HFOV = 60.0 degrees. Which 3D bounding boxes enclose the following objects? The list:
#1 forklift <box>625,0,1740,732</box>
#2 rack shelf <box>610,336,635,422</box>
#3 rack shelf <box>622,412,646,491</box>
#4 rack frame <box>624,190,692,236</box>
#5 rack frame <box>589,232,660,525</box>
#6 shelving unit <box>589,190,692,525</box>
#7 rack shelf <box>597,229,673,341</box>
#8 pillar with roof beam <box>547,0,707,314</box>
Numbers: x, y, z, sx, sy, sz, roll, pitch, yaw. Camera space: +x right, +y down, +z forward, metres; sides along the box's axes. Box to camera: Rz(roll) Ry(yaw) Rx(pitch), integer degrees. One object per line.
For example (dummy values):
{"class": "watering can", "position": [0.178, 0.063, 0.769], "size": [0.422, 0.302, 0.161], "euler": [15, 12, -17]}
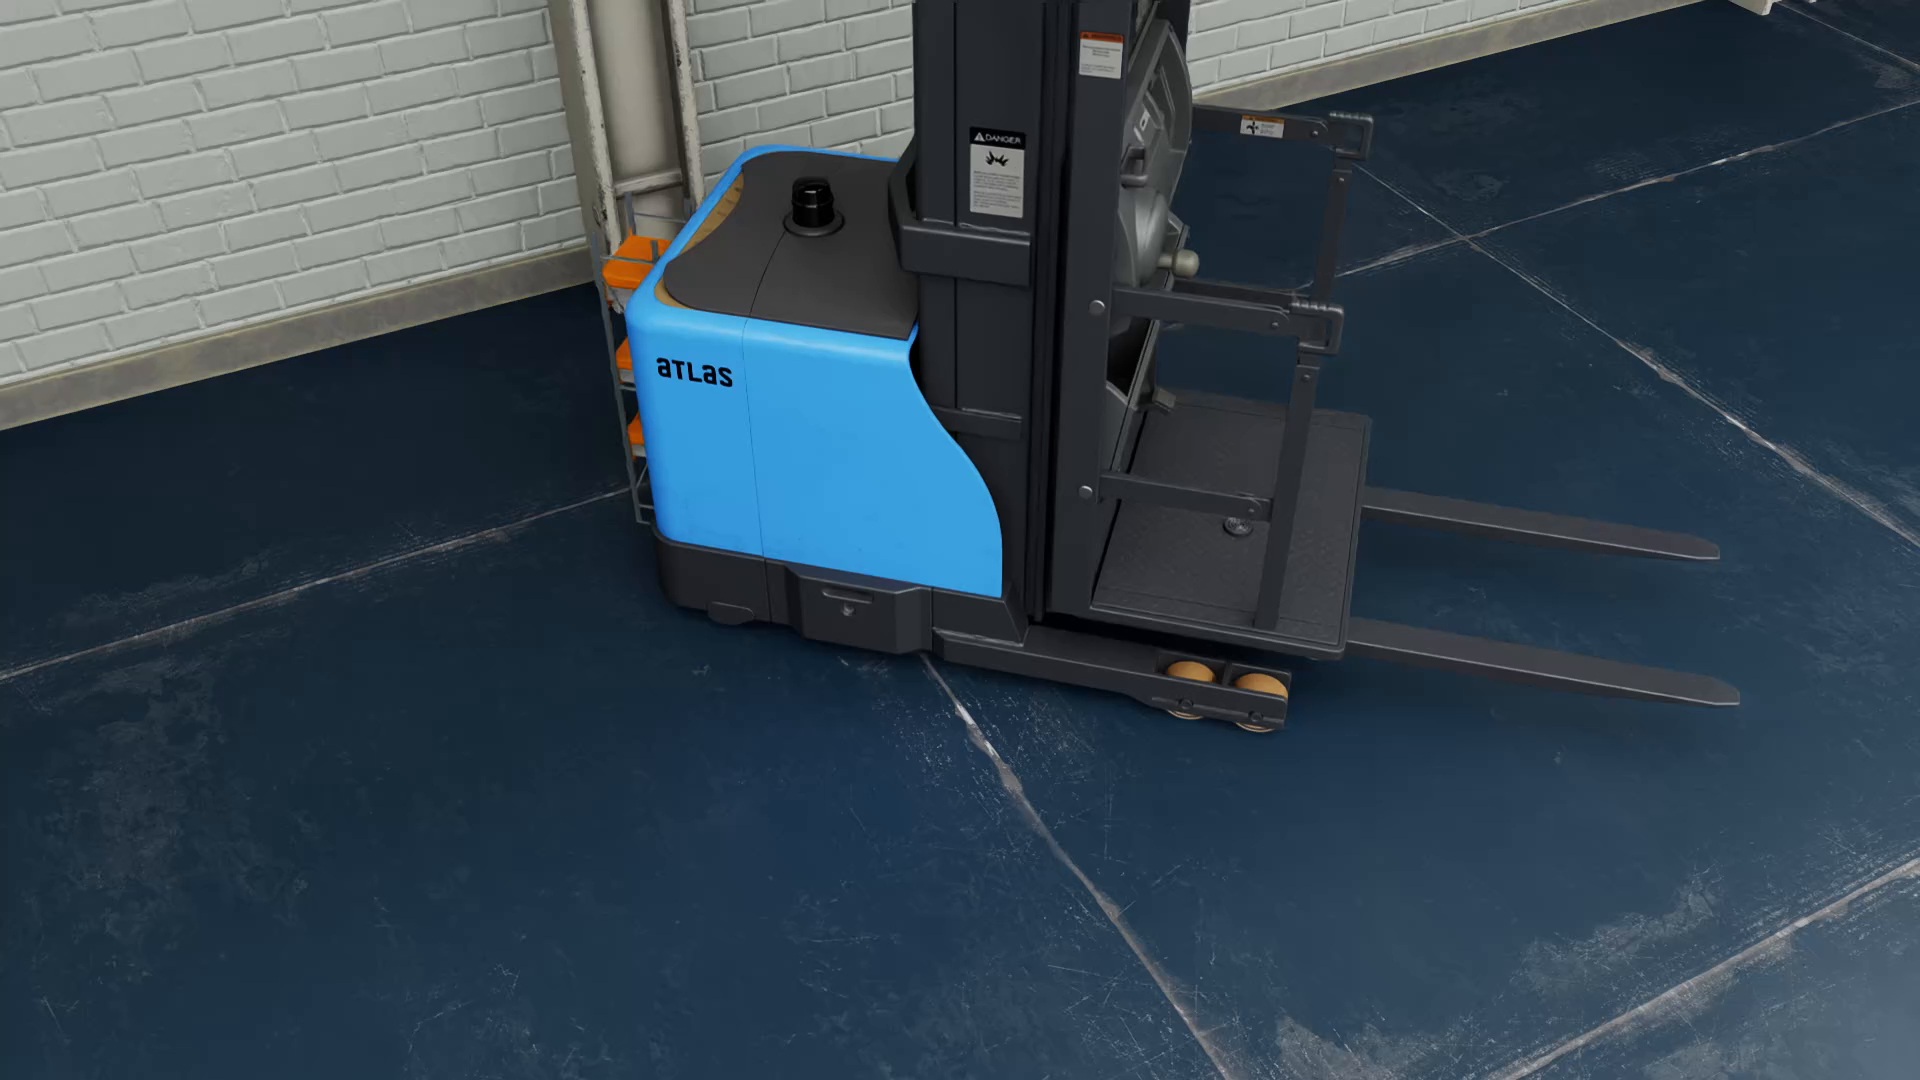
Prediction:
{"class": "forklift", "position": [0.679, -0.967, 4.124], "size": [3.031, 2.935, 1.130], "euler": [9, 41, 11]}
{"class": "rack shelf", "position": [-0.905, -0.511, 5.057], "size": [0.215, 0.259, 0.240], "euler": [9, 41, 11]}
{"class": "rack shelf", "position": [-0.905, -0.298, 5.236], "size": [0.215, 0.259, 0.240], "euler": [9, 41, 11]}
{"class": "rack frame", "position": [-0.875, -0.595, 5.140], "size": [0.200, 1.050, 0.008], "euler": [9, 41, 11]}
{"class": "rack frame", "position": [-0.936, -0.442, 4.960], "size": [0.200, 1.050, 0.008], "euler": [9, 41, 11]}
{"class": "shelving unit", "position": [-0.905, -0.519, 5.050], "size": [0.215, 1.050, 0.252], "euler": [9, 41, 11]}
{"class": "rack shelf", "position": [-0.905, -0.727, 4.874], "size": [0.215, 0.259, 0.240], "euler": [9, 41, 11]}
{"class": "pillar with roof beam", "position": [0.807, -1.965, 0.606], "size": [0.400, 9.000, 9.100], "euler": [-19, 44, -21]}
